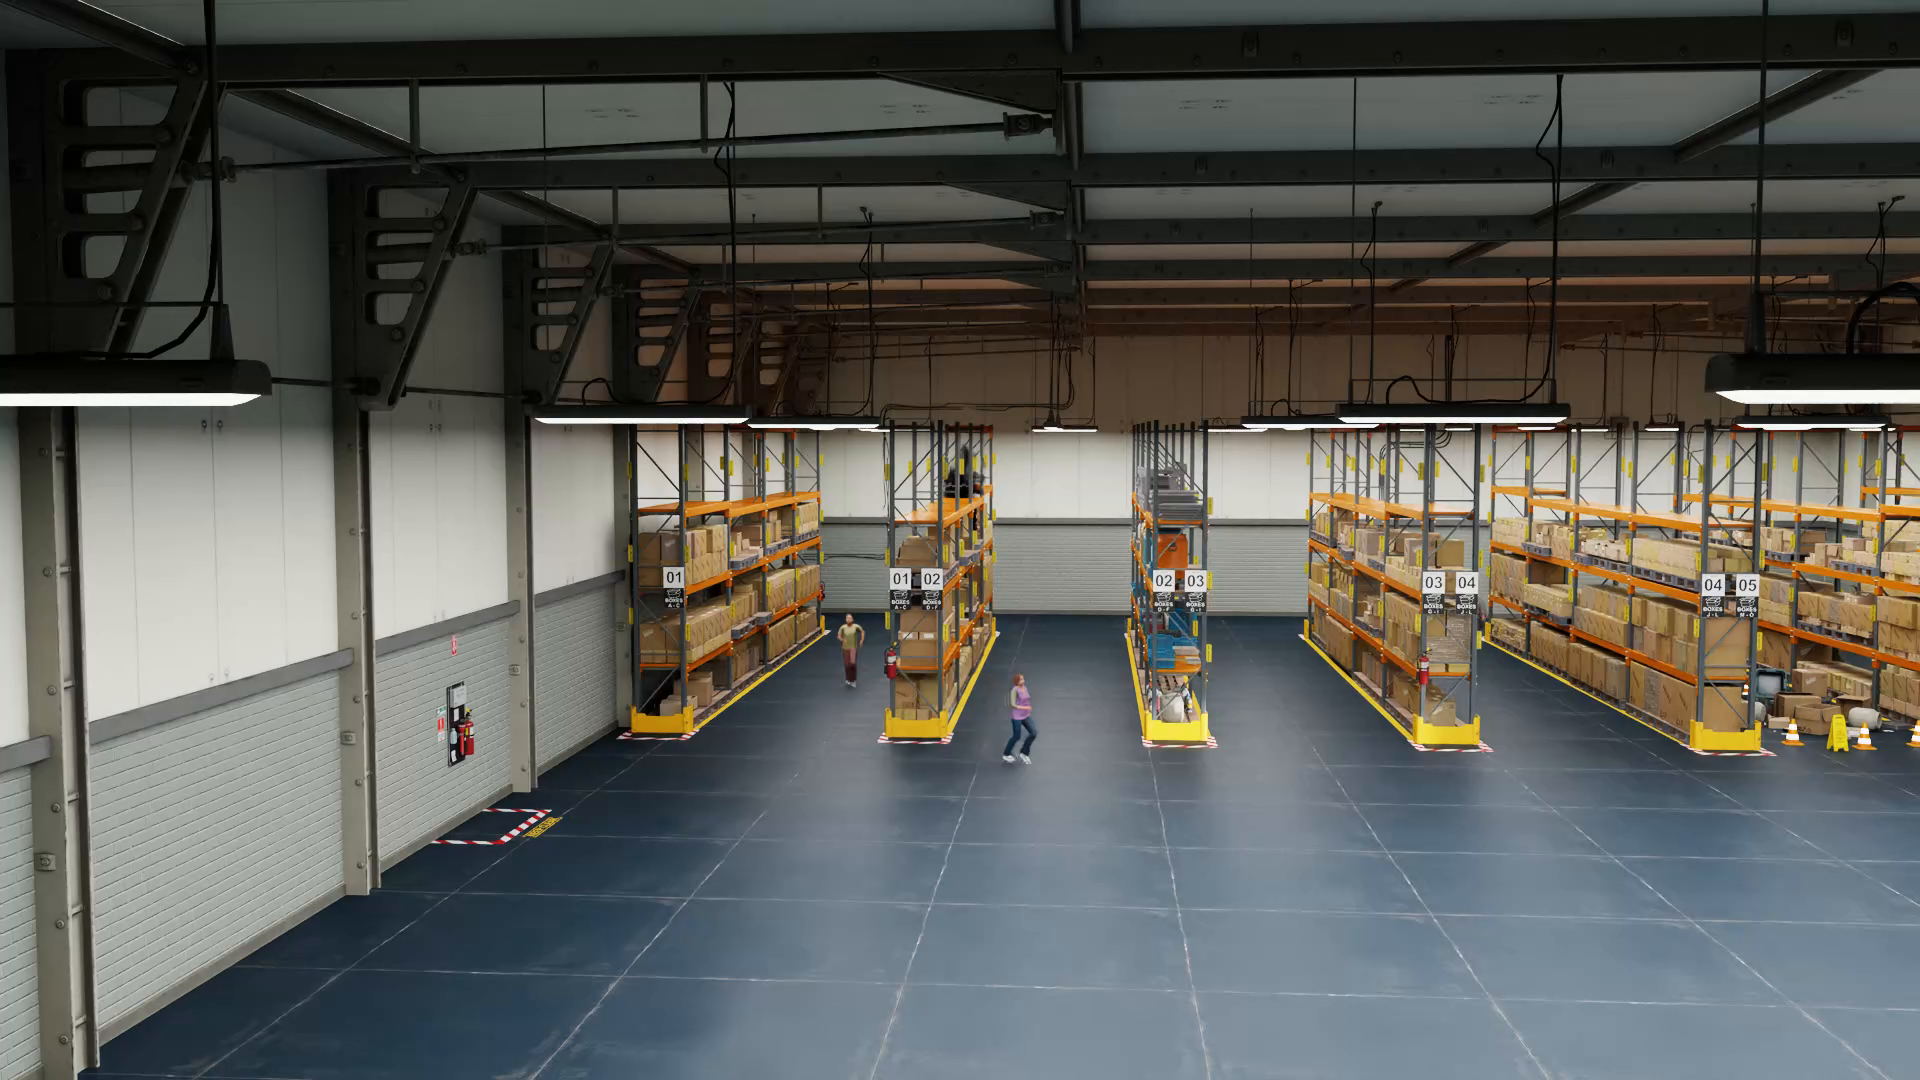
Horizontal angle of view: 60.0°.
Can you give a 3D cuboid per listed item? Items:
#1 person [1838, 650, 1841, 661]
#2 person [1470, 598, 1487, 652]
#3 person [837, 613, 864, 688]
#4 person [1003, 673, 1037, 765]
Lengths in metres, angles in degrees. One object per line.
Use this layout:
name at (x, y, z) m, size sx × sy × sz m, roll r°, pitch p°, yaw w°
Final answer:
person at (21.619, 2.262, 40.995) m, size 0.682 × 1.749 × 0.687 m, roll 0°, pitch 4°, yaw 5°
person at (13.248, 2.139, 42.983) m, size 0.711 × 1.769 × 0.900 m, roll 1°, pitch 4°, yaw 10°
person at (-2.490, 2.517, 37.765) m, size 0.592 × 1.719 × 0.698 m, roll 0°, pitch 4°, yaw 2°
person at (1.041, 3.107, 28.873) m, size 0.665 × 1.609 × 0.543 m, roll 3°, pitch 5°, yaw 41°
